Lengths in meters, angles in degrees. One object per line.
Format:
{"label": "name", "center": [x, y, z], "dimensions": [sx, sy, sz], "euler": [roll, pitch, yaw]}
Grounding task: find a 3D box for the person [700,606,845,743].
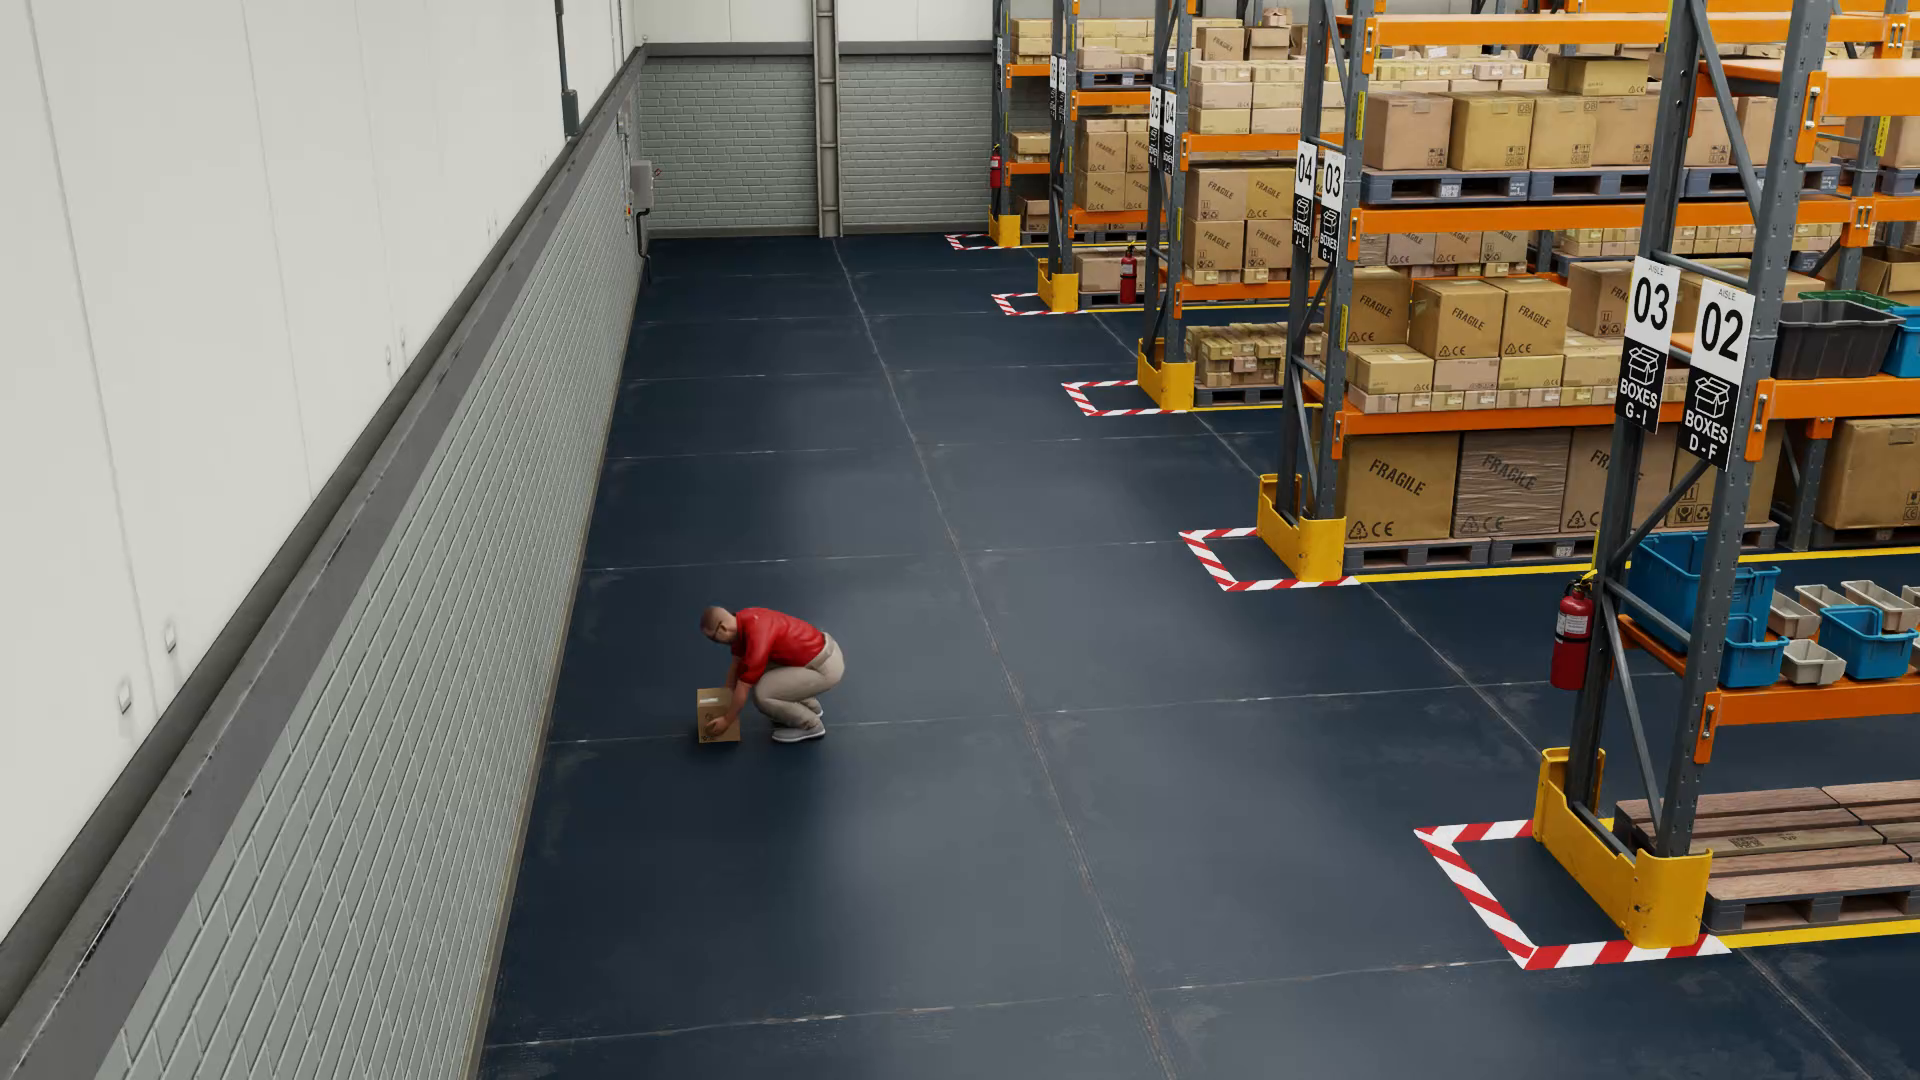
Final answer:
{"label": "person", "center": [-1.147, 0.781, 10.206], "dimensions": [0.869, 0.876, 0.560], "euler": [-3, 20, -8]}
